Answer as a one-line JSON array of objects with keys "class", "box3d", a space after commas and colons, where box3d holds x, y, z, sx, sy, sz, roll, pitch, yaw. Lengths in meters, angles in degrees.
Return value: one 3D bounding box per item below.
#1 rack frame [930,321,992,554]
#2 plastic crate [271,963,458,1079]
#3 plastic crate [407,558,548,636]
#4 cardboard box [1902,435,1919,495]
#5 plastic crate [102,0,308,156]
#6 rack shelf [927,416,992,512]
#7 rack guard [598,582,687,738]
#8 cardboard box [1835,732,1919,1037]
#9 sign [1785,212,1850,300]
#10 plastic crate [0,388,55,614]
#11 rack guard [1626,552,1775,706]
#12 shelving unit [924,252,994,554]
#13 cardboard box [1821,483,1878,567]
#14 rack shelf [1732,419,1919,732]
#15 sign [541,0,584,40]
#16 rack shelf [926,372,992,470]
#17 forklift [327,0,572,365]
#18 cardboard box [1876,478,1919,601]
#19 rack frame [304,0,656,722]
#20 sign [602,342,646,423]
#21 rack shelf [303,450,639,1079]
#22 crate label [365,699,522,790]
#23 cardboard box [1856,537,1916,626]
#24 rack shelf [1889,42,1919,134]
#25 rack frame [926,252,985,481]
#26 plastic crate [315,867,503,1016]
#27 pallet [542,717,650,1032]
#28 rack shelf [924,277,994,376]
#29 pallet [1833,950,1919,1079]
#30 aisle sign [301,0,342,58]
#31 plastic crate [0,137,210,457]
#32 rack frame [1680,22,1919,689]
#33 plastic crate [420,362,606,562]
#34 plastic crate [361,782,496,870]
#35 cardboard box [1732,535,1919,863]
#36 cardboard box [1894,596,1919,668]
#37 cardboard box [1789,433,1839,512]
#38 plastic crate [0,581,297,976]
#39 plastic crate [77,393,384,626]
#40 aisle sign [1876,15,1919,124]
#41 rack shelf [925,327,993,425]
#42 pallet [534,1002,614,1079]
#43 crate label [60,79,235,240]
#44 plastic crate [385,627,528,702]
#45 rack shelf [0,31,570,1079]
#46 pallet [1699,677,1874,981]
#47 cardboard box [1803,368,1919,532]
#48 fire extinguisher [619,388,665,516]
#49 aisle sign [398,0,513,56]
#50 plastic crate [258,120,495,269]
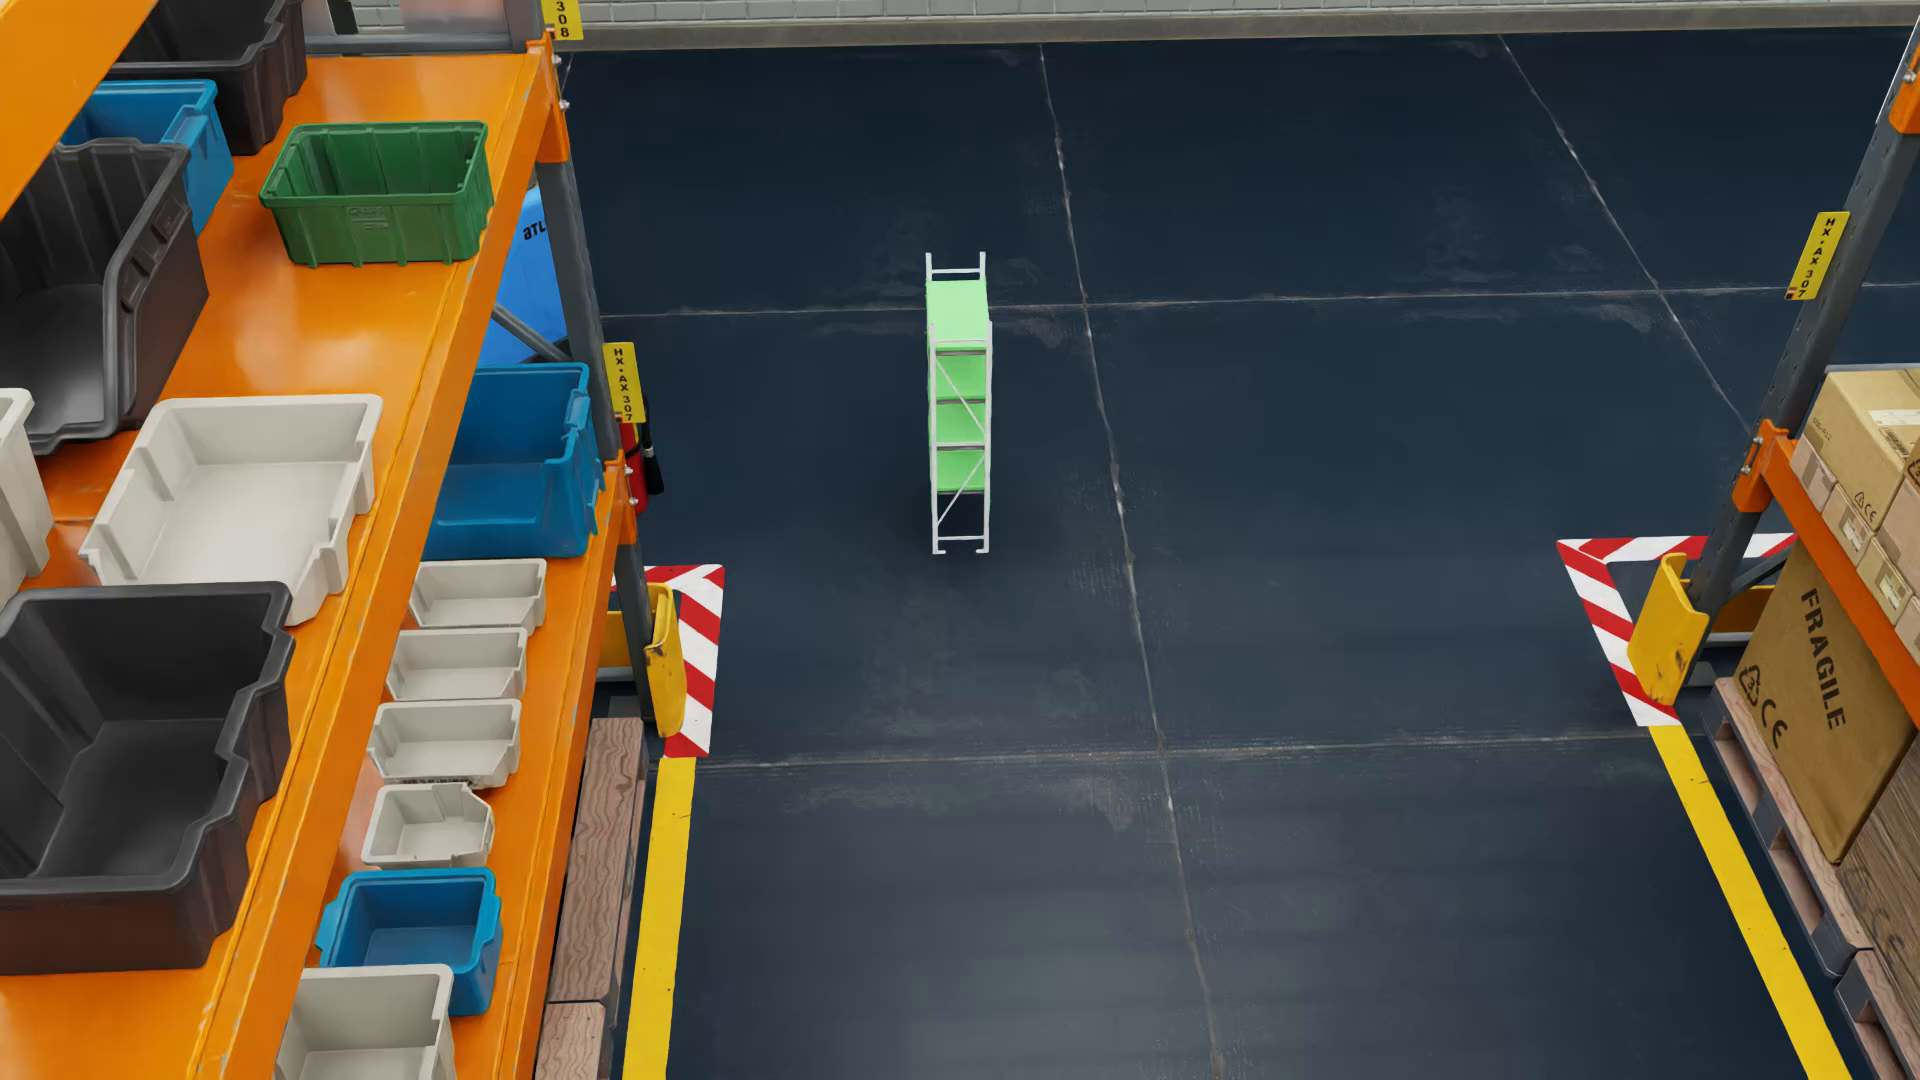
[{"class": "rack frame", "box3d": [0.003, -0.389, 6.787, 0.240, 1.200, 0.015, -2, 43, -2]}, {"class": "plastic crate", "box3d": [-1.364, 1.258, 3.701, 0.437, 0.282, 0.530, -2, 43, -2]}, {"class": "plastic crate", "box3d": [-1.437, 0.192, 4.971, 0.396, 0.136, 0.243, -2, 43, -2]}, {"class": "cardboard box", "box3d": [3.067, -0.232, 4.619, 0.500, 0.500, 0.500, -3, 43, -3]}, {"class": "plastic crate", "box3d": [-1.915, -1.218, 4.235, 0.497, 0.269, 0.590, -2, 43, -2]}, {"class": "rack shelf", "box3d": [-0.007, -0.330, 7.172, 0.258, 0.148, 0.480, -2, 43, -2]}, {"class": "rack guard", "box3d": [-1.667, 0.478, 6.359, 1.175, 0.500, 0.348, -2, 43, -2]}, {"class": "cardboard box", "box3d": [3.441, 1.102, 5.089, 0.875, 0.875, 0.875, -2, 43, -2]}, {"class": "sign", "box3d": [2.741, -0.907, 5.320, 0.100, 0.325, 0.005, -2, 43, -2]}, {"class": "plastic crate", "box3d": [-1.867, 0.015, 2.882, 0.437, 0.282, 0.530, -2, 43, -2]}, {"class": "rack guard", "box3d": [3.294, 0.335, 6.514, 1.175, 0.500, 0.348, -2, 43, -2]}, {"class": "shelving unit", "box3d": [-0.007, -0.554, 6.966, 0.258, 1.200, 0.503, -2, 43, -2]}, {"class": "cardboard box", "box3d": [2.993, -0.055, 5.276, 0.380, 0.149, 0.250, -2, 43, -2]}, {"class": "rack shelf", "box3d": [3.380, 1.045, 4.422, 1.077, 0.370, 4.000, -2, 43, -2]}, {"class": "sign", "box3d": [-1.104, -1.522, 4.548, 0.100, 0.325, 0.005, -2, 43, -2]}, {"class": "rack shelf", "box3d": [-0.007, -0.507, 7.010, 0.258, 0.148, 0.480, -2, 43, -2]}, {"class": "forklift", "box3d": [-3.087, -1.375, 6.581, 1.130, 2.935, 3.031, 30, 50, 29]}, {"class": "cardboard box", "box3d": [3.075, 0.058, 4.858, 0.500, 0.250, 0.500, -2, 43, -2]}, {"class": "rack frame", "box3d": [-1.653, -0.428, 5.497, 1.000, 3.000, 0.127, -2, 43, -2]}, {"class": "sign", "box3d": [-1.104, -0.515, 5.471, 0.100, 0.325, 0.005, -2, 43, -2]}, {"class": "rack shelf", "box3d": [-1.568, 1.187, 4.267, 1.077, 0.370, 4.000, -2, 43, -2]}, {"class": "crate label", "box3d": [-1.403, 0.576, 4.553, 0.396, 0.136, 0.243, -2, 43, -2]}, {"class": "cardboard box", "box3d": [3.004, 0.118, 5.088, 0.380, 0.149, 0.250, -3, 43, -3]}, {"class": "rack shelf", "box3d": [3.380, -0.061, 3.409, 1.077, 0.370, 4.000, -2, 43, -2]}, {"class": "rack frame", "box3d": [-0.017, -0.719, 7.146, 0.240, 1.200, 0.015, -2, 43, -2]}, {"class": "plastic crate", "box3d": [-1.310, 0.991, 4.029, 0.416, 0.233, 0.300, -2, 43, -2]}, {"class": "pallet", "box3d": [-1.657, 1.158, 5.831, 1.003, 0.211, 1.213, -2, 43, -2]}, {"class": "rack shelf", "box3d": [-0.007, -0.861, 6.685, 0.258, 0.148, 0.480, -2, 43, -2]}, {"class": "pallet", "box3d": [3.456, 1.817, 5.112, 1.003, 0.211, 1.213, -2, 43, -2]}, {"class": "aisle sign", "box3d": [-1.953, -1.426, 4.662, 0.394, 0.787, 0.004, -2, 43, -2]}, {"class": "plastic crate", "box3d": [-1.863, -0.472, 3.371, 0.504, 0.338, 0.767, -2, 43, -2]}, {"class": "rack frame", "box3d": [3.296, -0.570, 5.652, 1.000, 3.000, 0.127, -2, 43, -2]}, {"class": "plastic crate", "box3d": [-1.452, -0.242, 5.224, 0.616, 0.435, 0.499, -2, 43, -2]}, {"class": "plastic crate", "box3d": [-1.372, 0.775, 4.335, 0.298, 0.136, 0.250, -2, 43, -2]}, {"class": "cardboard box", "box3d": [3.403, 0.488, 5.759, 0.875, 0.875, 0.875, -2, 43, -2]}, {"class": "cardboard box", "box3d": [3.017, 0.294, 4.896, 0.380, 0.149, 0.250, -2, 43, -2]}, {"class": "cardboard box", "box3d": [2.981, -0.228, 5.465, 0.380, 0.149, 0.250, -1, 43, -1]}, {"class": "plastic crate", "box3d": [-1.262, 0.368, 2.505, 0.497, 0.269, 0.590, -2, 43, -2]}, {"class": "plastic crate", "box3d": [-1.317, -0.049, 3.058, 0.437, 0.136, 0.530, -2, 43, -2]}, {"class": "aisle sign", "box3d": [2.993, -1.568, 4.817, 0.394, 0.787, 0.004, -2, 43, -2]}, {"class": "rack shelf", "box3d": [-0.007, -0.684, 6.847, 0.258, 0.148, 0.480, -2, 43, -2]}, {"class": "pallet", "box3d": [-1.608, 1.979, 4.934, 1.003, 0.211, 1.213, -2, 43, -2]}, {"class": "crate label", "box3d": [-1.937, -0.847, 3.844, 0.408, 0.251, 0.502, -2, 43, -2]}, {"class": "plastic crate", "box3d": [-1.440, 0.388, 4.757, 0.396, 0.136, 0.243, -2, 43, -2]}, {"class": "rack shelf", "box3d": [-1.568, 0.082, 3.254, 1.077, 0.370, 4.000, -2, 43, -2]}, {"class": "pallet", "box3d": [3.408, 0.995, 6.008, 1.003, 0.211, 1.213, -2, 43, -2]}, {"class": "cardboard box", "box3d": [3.046, -0.293, 5.240, 0.500, 0.250, 0.500, -3, 43, -3]}, {"class": "fire extinguisher", "box3d": [-1.205, -0.377, 5.775, 0.296, 0.674, 0.183, -2, 43, -2]}, {"class": "aisle sign", "box3d": [-1.363, -1.443, 4.681, 0.394, 0.787, 0.004, -2, 43, -2]}, {"class": "plastic crate", "box3d": [-1.326, -0.798, 3.838, 0.450, 0.188, 0.336, -2, 43, -2]}]
